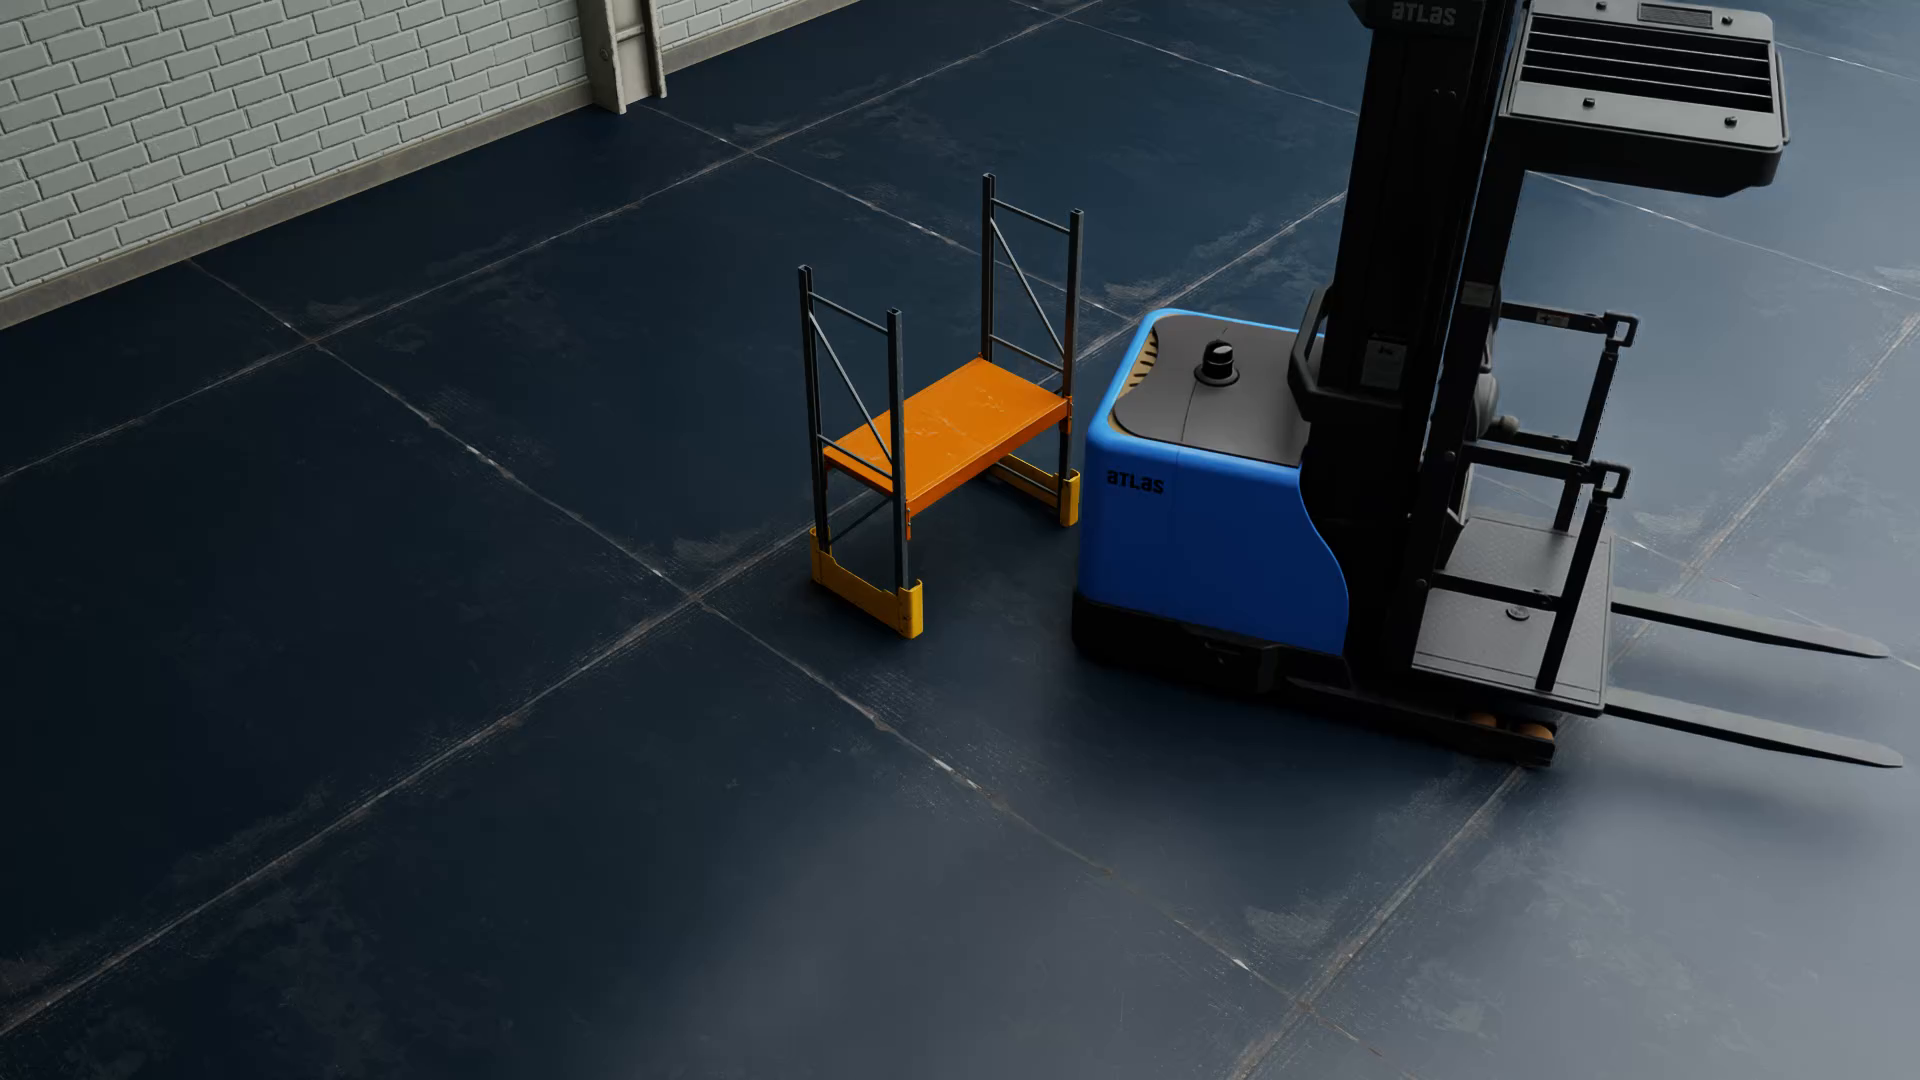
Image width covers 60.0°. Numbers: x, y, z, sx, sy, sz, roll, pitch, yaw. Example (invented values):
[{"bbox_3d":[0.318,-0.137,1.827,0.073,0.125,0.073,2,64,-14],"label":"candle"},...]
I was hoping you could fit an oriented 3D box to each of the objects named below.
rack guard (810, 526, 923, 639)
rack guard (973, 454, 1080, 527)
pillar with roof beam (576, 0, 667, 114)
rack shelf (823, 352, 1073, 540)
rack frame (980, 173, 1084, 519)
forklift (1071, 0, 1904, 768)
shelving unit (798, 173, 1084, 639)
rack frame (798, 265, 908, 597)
[{"bbox_3d":[-0.387,0.166,6.840,0.587,0.250,0.087,30,47,32],"label":"rack guard"},{"bbox_3d":[0.285,-0.292,7.416,0.587,0.250,0.087,30,47,32],"label":"rack guard"},{"bbox_3d":[1.011,-4.605,5.811,9.100,9.000,0.400,30,47,32],"label":"pillar with roof beam"},{"bbox_3d":[-0.058,-0.407,6.846,0.538,0.185,1.000,30,47,32],"label":"rack shelf"},{"bbox_3d":[0.285,-0.781,7.028,0.500,1.500,0.032,30,47,32],"label":"rack frame"},{"bbox_3d":[2.019,-0.676,5.746,3.031,2.935,1.130,12,40,15],"label":"forklift"},{"bbox_3d":[-0.051,-0.552,6.739,0.587,1.500,1.083,30,47,32],"label":"shelving unit"},{"bbox_3d":[-0.401,-0.314,6.440,0.500,1.500,0.032,30,47,32],"label":"rack frame"}]
